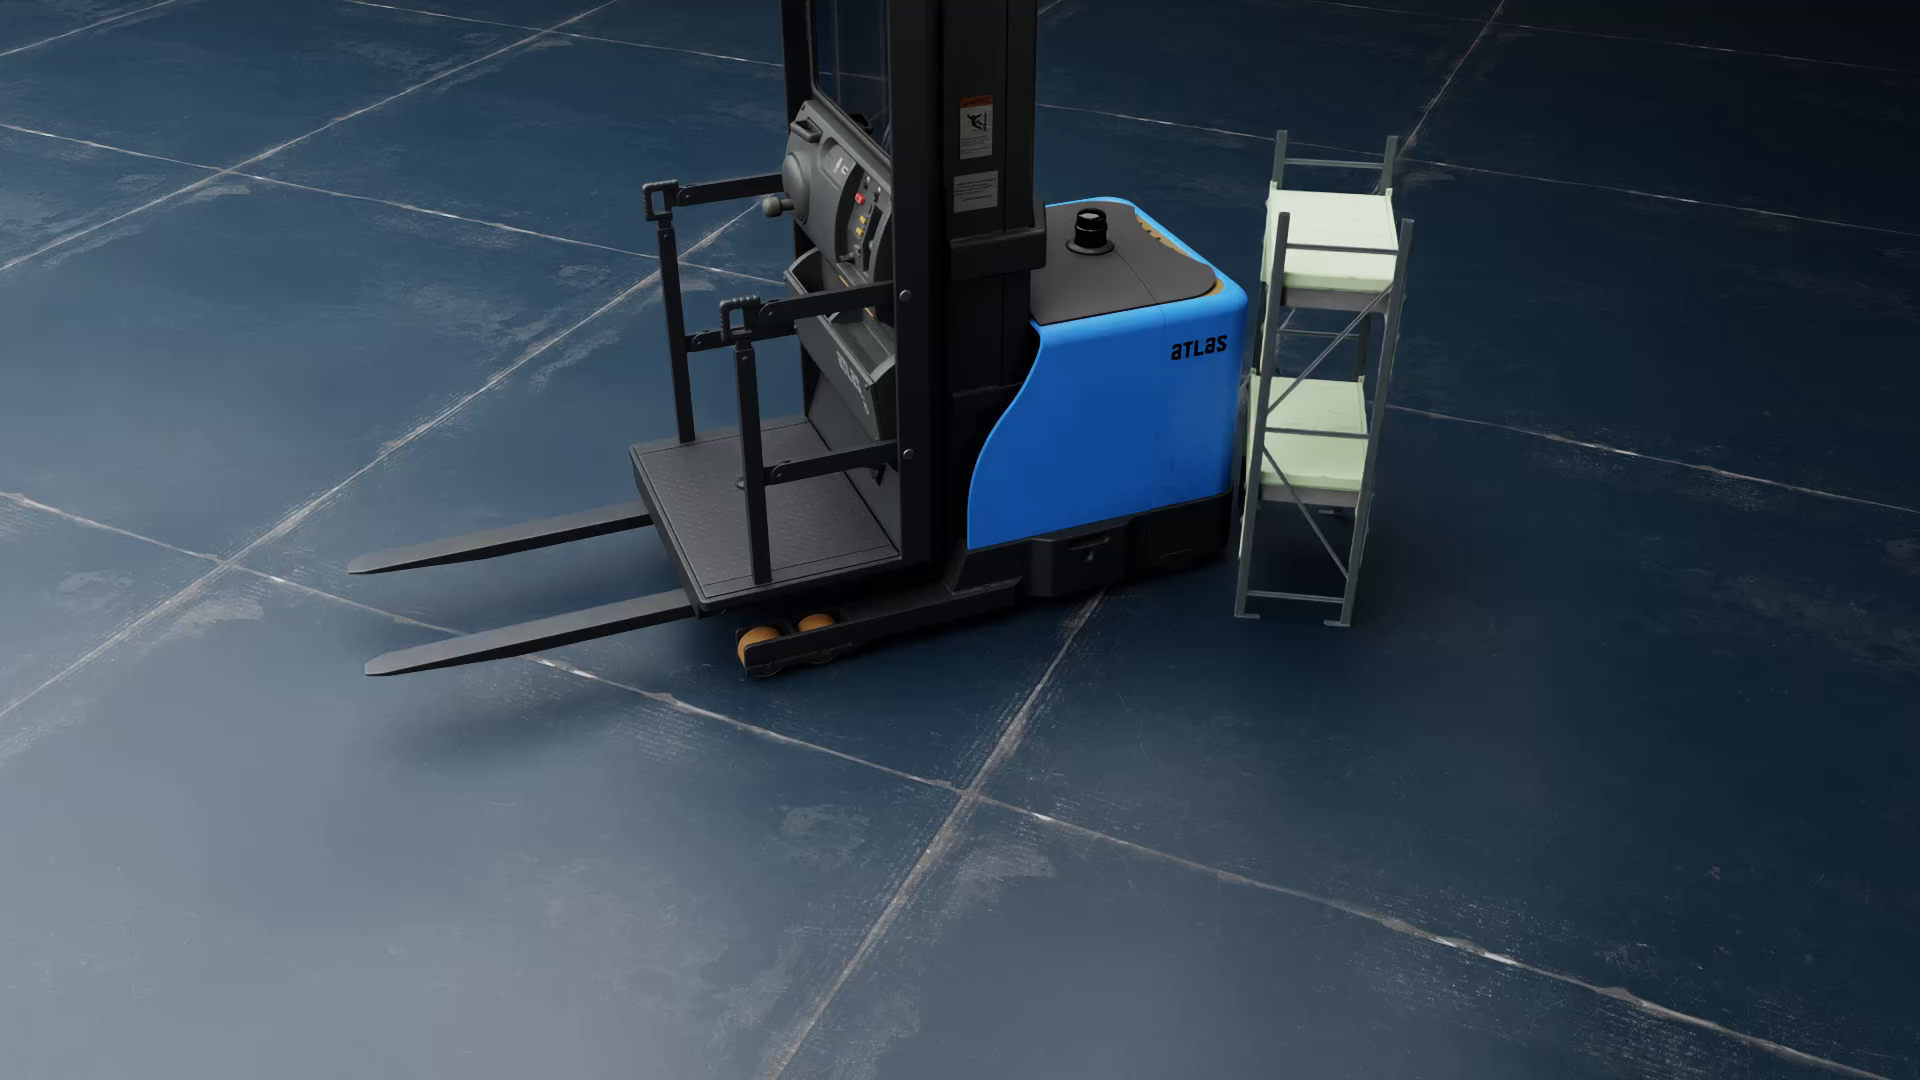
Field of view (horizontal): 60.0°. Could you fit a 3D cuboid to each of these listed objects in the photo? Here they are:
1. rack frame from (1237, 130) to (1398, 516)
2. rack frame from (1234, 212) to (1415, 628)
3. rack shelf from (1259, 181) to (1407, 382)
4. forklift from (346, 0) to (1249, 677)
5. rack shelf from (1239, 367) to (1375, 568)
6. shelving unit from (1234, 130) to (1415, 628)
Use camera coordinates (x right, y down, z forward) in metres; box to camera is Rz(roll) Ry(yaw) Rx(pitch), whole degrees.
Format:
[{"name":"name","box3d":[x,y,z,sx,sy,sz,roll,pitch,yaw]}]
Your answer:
[{"name":"rack frame","box3d":[1.272,-0.740,6.011,0.400,1.500,0.023,5,34,7]},{"name":"rack frame","box3d":[1.160,-0.344,5.406,0.400,1.500,0.023,5,34,7]},{"name":"rack shelf","box3d":[1.216,-0.868,5.495,0.431,0.370,0.720,5,34,7]},{"name":"forklift","box3d":[-0.581,-1.097,5.250,3.031,2.935,1.130,-12,35,-18]},{"name":"rack shelf","box3d":[1.216,-0.269,5.888,0.431,0.370,0.720,5,34,7]},{"name":"shelving unit","box3d":[1.216,-0.542,5.709,0.431,1.500,0.755,5,34,7]}]
